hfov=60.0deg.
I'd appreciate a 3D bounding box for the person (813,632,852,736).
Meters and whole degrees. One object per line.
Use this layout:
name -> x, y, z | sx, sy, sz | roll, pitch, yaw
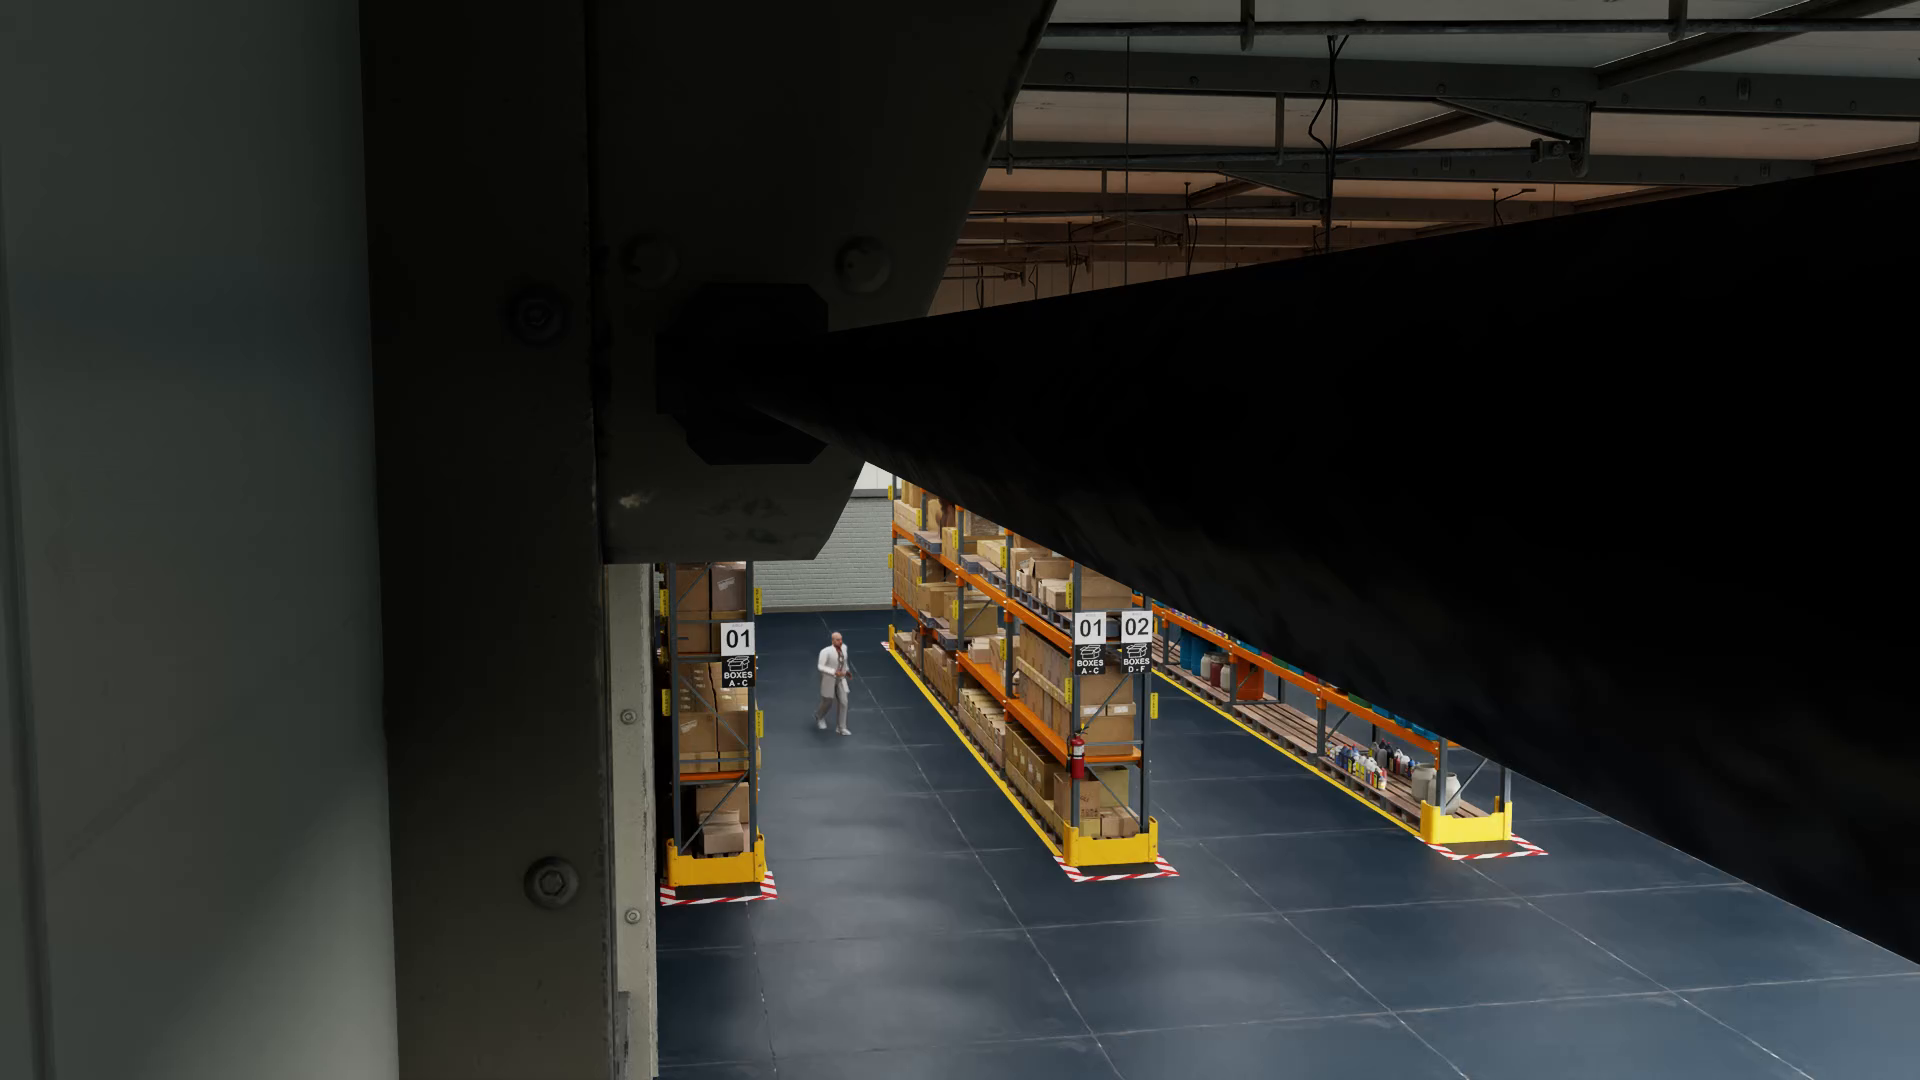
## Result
person -> -2.189, 2.408, 28.259 | 0.692, 1.750, 1.014 | -4, 7, -33
